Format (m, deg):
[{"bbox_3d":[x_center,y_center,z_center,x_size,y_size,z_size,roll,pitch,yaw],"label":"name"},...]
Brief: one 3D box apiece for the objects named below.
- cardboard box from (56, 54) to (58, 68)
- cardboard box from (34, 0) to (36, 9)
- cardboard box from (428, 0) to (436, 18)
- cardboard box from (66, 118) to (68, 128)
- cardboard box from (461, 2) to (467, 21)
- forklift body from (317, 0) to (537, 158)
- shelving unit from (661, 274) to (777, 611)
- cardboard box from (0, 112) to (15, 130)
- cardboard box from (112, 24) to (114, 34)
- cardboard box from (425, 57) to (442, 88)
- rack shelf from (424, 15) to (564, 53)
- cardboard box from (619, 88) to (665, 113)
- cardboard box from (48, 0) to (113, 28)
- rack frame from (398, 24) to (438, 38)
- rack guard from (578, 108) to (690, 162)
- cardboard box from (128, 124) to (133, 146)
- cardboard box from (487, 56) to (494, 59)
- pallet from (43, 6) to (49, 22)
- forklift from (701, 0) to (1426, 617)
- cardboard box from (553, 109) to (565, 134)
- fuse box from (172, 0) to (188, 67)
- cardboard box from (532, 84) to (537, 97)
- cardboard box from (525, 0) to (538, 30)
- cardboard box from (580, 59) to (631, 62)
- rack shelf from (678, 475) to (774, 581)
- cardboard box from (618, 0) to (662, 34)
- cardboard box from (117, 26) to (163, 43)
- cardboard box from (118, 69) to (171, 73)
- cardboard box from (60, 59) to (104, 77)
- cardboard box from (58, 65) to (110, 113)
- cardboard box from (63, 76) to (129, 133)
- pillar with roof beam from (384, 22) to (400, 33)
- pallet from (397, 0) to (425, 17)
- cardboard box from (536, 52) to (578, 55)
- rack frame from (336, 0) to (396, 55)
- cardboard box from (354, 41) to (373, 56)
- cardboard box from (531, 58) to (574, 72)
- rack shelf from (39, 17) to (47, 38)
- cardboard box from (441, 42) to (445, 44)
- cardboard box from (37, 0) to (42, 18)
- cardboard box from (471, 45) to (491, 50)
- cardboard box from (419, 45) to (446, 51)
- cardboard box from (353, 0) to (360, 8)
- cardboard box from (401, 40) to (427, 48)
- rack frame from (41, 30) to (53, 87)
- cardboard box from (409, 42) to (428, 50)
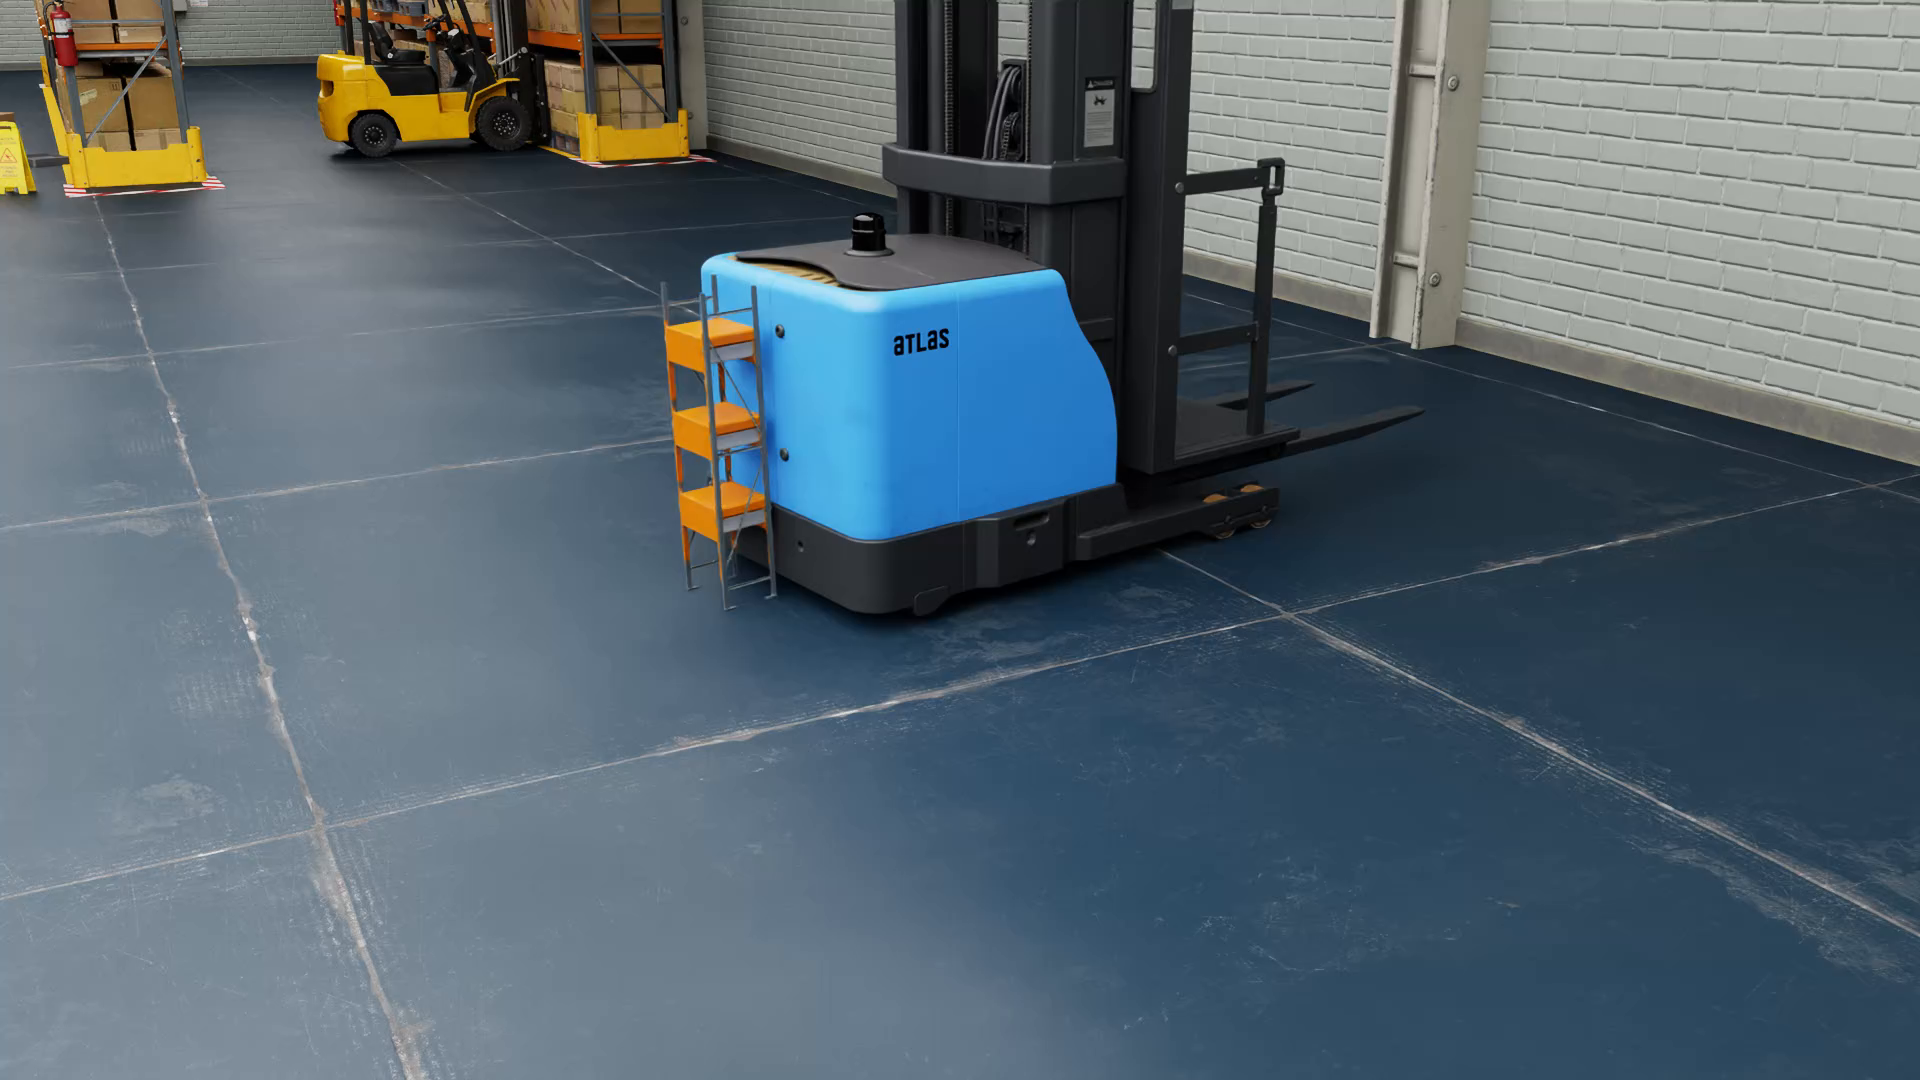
[{"bbox_3d":[-9.568,-5.189,17.999,0.380,0.149,0.250,-9,21,-25],"label":"cardboard box"},{"bbox_3d":[-15.586,-9.343,28.455,0.500,0.500,0.500,-10,21,-27],"label":"cardboard box"},{"bbox_3d":[-7.400,-7.715,24.121,0.500,0.250,0.500,-10,21,-26],"label":"cardboard box"},{"bbox_3d":[-9.557,-4.569,18.346,0.500,0.250,0.500,-9,21,-24],"label":"cardboard box"},{"bbox_3d":[-6.418,-7.127,22.417,0.500,0.250,0.500,-10,21,-26],"label":"cardboard box"},{"bbox_3d":[-6.103,-5.515,18.817,2.313,2.155,1.214,-10,21,-27],"label":"forklift body"},{"bbox_3d":[-0.782,-0.314,5.422,0.215,1.050,0.252,-16,25,-35],"label":"shelving unit"},{"bbox_3d":[-10.551,-4.334,17.922,0.500,0.500,0.500,4,19,11],"label":"cardboard box"},{"bbox_3d":[-9.156,-5.638,18.258,0.380,0.149,0.250,-10,22,-27],"label":"cardboard box"},{"bbox_3d":[-7.785,-7.056,25.170,0.500,0.500,0.500,-9,21,-25],"label":"cardboard box"},{"bbox_3d":[-6.446,-7.037,23.029,1.077,0.370,4.000,-10,21,-27],"label":"rack shelf"},{"bbox_3d":[-3.637,-4.957,18.703,0.500,0.250,0.500,-10,21,-26],"label":"cardboard box"},{"bbox_3d":[-8.463,-5.186,15.952,0.500,0.500,0.500,-10,22,-28],"label":"cardboard box"},{"bbox_3d":[-9.295,-9.100,27.904,1.000,3.000,0.127,-10,21,-27],"label":"rack frame"},{"bbox_3d":[-3.585,-4.466,18.308,1.175,0.500,0.348,-10,21,-27],"label":"rack guard"},{"bbox_3d":[-8.609,-4.360,17.741,0.500,0.250,0.500,-8,21,-23],"label":"cardboard box"},{"bbox_3d":[-6.115,-6.251,22.645,0.875,0.625,0.625,-10,22,-27],"label":"cardboard box"},{"bbox_3d":[-11.330,-6.903,21.831,1.213,0.211,1.003,-10,21,-27],"label":"pallet"},{"bbox_3d":[0.580,-1.509,6.012,3.031,2.935,1.130,-14,24,-36],"label":"forklift"},{"bbox_3d":[-4.325,-4.784,18.967,0.500,0.250,0.500,-10,21,-27],"label":"cardboard box"},{"bbox_3d":[-16.341,-10.767,34.712,0.539,1.711,0.414,-10,21,-27],"label":"fuse box"},{"bbox_3d":[-4.829,-5.316,19.743,0.500,0.250,0.500,-10,21,-27],"label":"cardboard box"},{"bbox_3d":[-4.792,-6.243,19.471,0.500,0.500,0.500,-10,21,-26],"label":"cardboard box"},{"bbox_3d":[-4.127,-5.482,19.457,0.500,0.250,0.500,-10,21,-27],"label":"cardboard box"},{"bbox_3d":[-0.775,-0.043,5.521,0.215,0.259,0.240,-16,25,-35],"label":"rack shelf"},{"bbox_3d":[-3.587,-5.887,18.441,0.500,0.500,0.500,-9,21,-25],"label":"cardboard box"},{"bbox_3d":[-7.942,-4.896,16.106,0.380,0.149,0.250,-10,21,-26],"label":"cardboard box"},{"bbox_3d":[-8.598,-4.714,17.616,0.500,0.500,0.500,-10,21,-26],"label":"cardboard box"},{"bbox_3d":[-8.806,-4.729,16.666,0.380,0.149,0.250,-9,21,-25],"label":"cardboard box"},{"bbox_3d":[-9.555,-4.923,18.222,0.500,0.500,0.500,-9,21,-24],"label":"cardboard box"},{"bbox_3d":[-8.573,-4.328,16.496,0.500,0.500,0.500,-10,21,-26],"label":"cardboard box"},{"bbox_3d":[-15.470,-13.331,30.968,9.100,9.000,0.400,-10,21,-27],"label":"pillar with roof beam"},{"bbox_3d":[-7.779,-8.044,25.140,1.213,0.211,1.003,-10,21,-27],"label":"pallet"},{"bbox_3d":[-5.092,-6.063,21.142,0.500,0.250,0.500,-10,21,-26],"label":"cardboard box"},{"bbox_3d":[-11.194,-10.248,31.231,1.000,3.000,0.127,-10,21,-27],"label":"rack frame"},{"bbox_3d":[-10.616,-8.823,30.290,0.700,0.500,0.500,-9,21,-24],"label":"cardboard box"},{"bbox_3d":[-4.820,-5.546,19.643,0.500,0.250,0.500,-10,22,-28],"label":"cardboard box"},{"bbox_3d":[-12.712,-7.415,24.126,1.077,0.370,4.000,-10,21,-27],"label":"rack shelf"},{"bbox_3d":[-8.030,-7.836,26.435,0.380,0.149,0.250,-10,21,-26],"label":"cardboard box"},{"bbox_3d":[-12.979,-7.649,23.929,0.500,0.250,0.500,-10,22,-28],"label":"cardboard box"},{"bbox_3d":[-7.369,-7.473,25.383,0.380,0.149,0.250,-9,21,-24],"label":"cardboard box"},{"bbox_3d":[-8.010,-7.451,25.320,0.380,0.149,0.250,-11,22,-29],"label":"cardboard box"},{"bbox_3d":[-10.569,-9.542,29.572,0.380,0.149,0.250,-9,21,-25],"label":"cardboard box"},{"bbox_3d":[-8.885,-8.063,27.093,0.380,0.149,0.250,-10,22,-28],"label":"cardboard box"},{"bbox_3d":[-15.561,-9.478,29.000,1.000,3.000,0.127,-10,21,-27],"label":"rack frame"},{"bbox_3d":[-8.458,-7.762,26.222,0.380,0.149,0.250,-11,22,-29],"label":"cardboard box"}]
